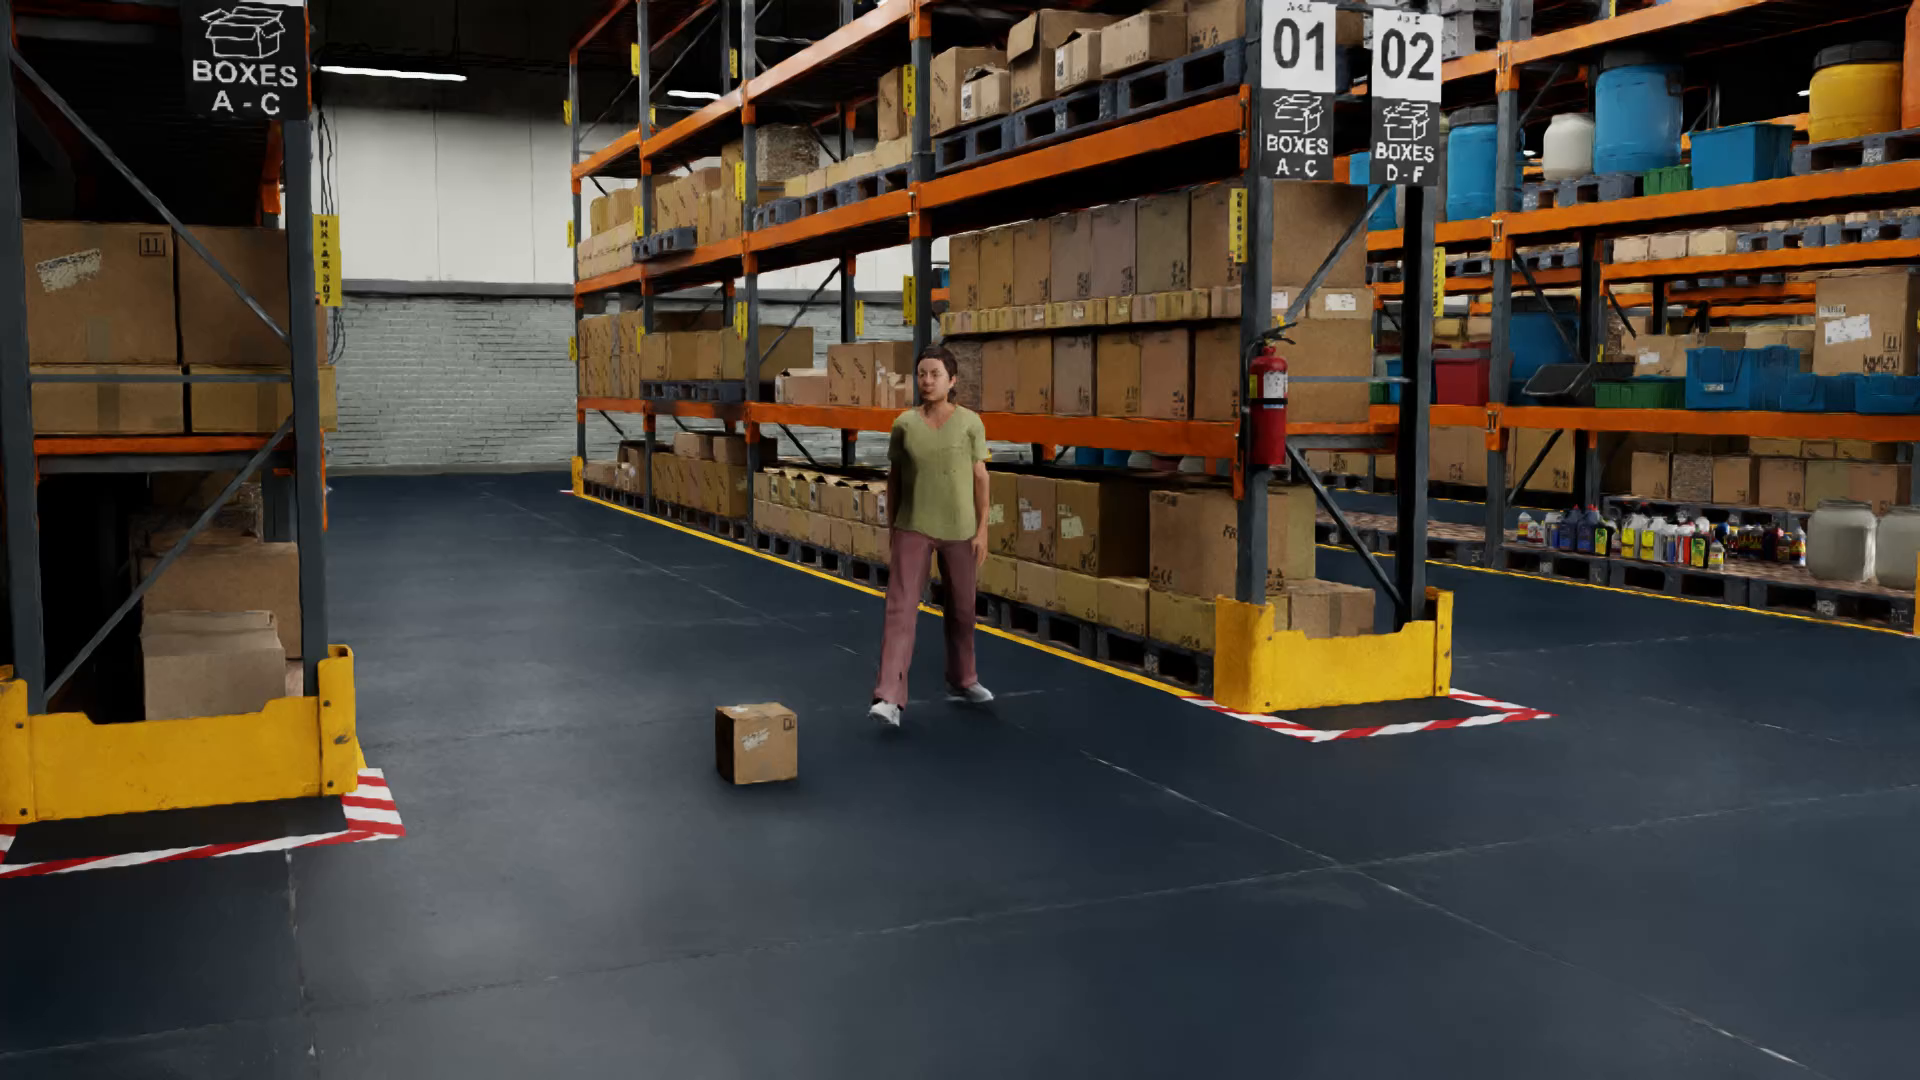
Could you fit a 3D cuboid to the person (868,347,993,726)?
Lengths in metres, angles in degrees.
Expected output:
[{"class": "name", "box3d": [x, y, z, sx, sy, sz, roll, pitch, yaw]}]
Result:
[{"class": "person", "box3d": [-0.118, -0.028, 7.286, 0.541, 1.627, 0.900, 0, 5, 0]}]
